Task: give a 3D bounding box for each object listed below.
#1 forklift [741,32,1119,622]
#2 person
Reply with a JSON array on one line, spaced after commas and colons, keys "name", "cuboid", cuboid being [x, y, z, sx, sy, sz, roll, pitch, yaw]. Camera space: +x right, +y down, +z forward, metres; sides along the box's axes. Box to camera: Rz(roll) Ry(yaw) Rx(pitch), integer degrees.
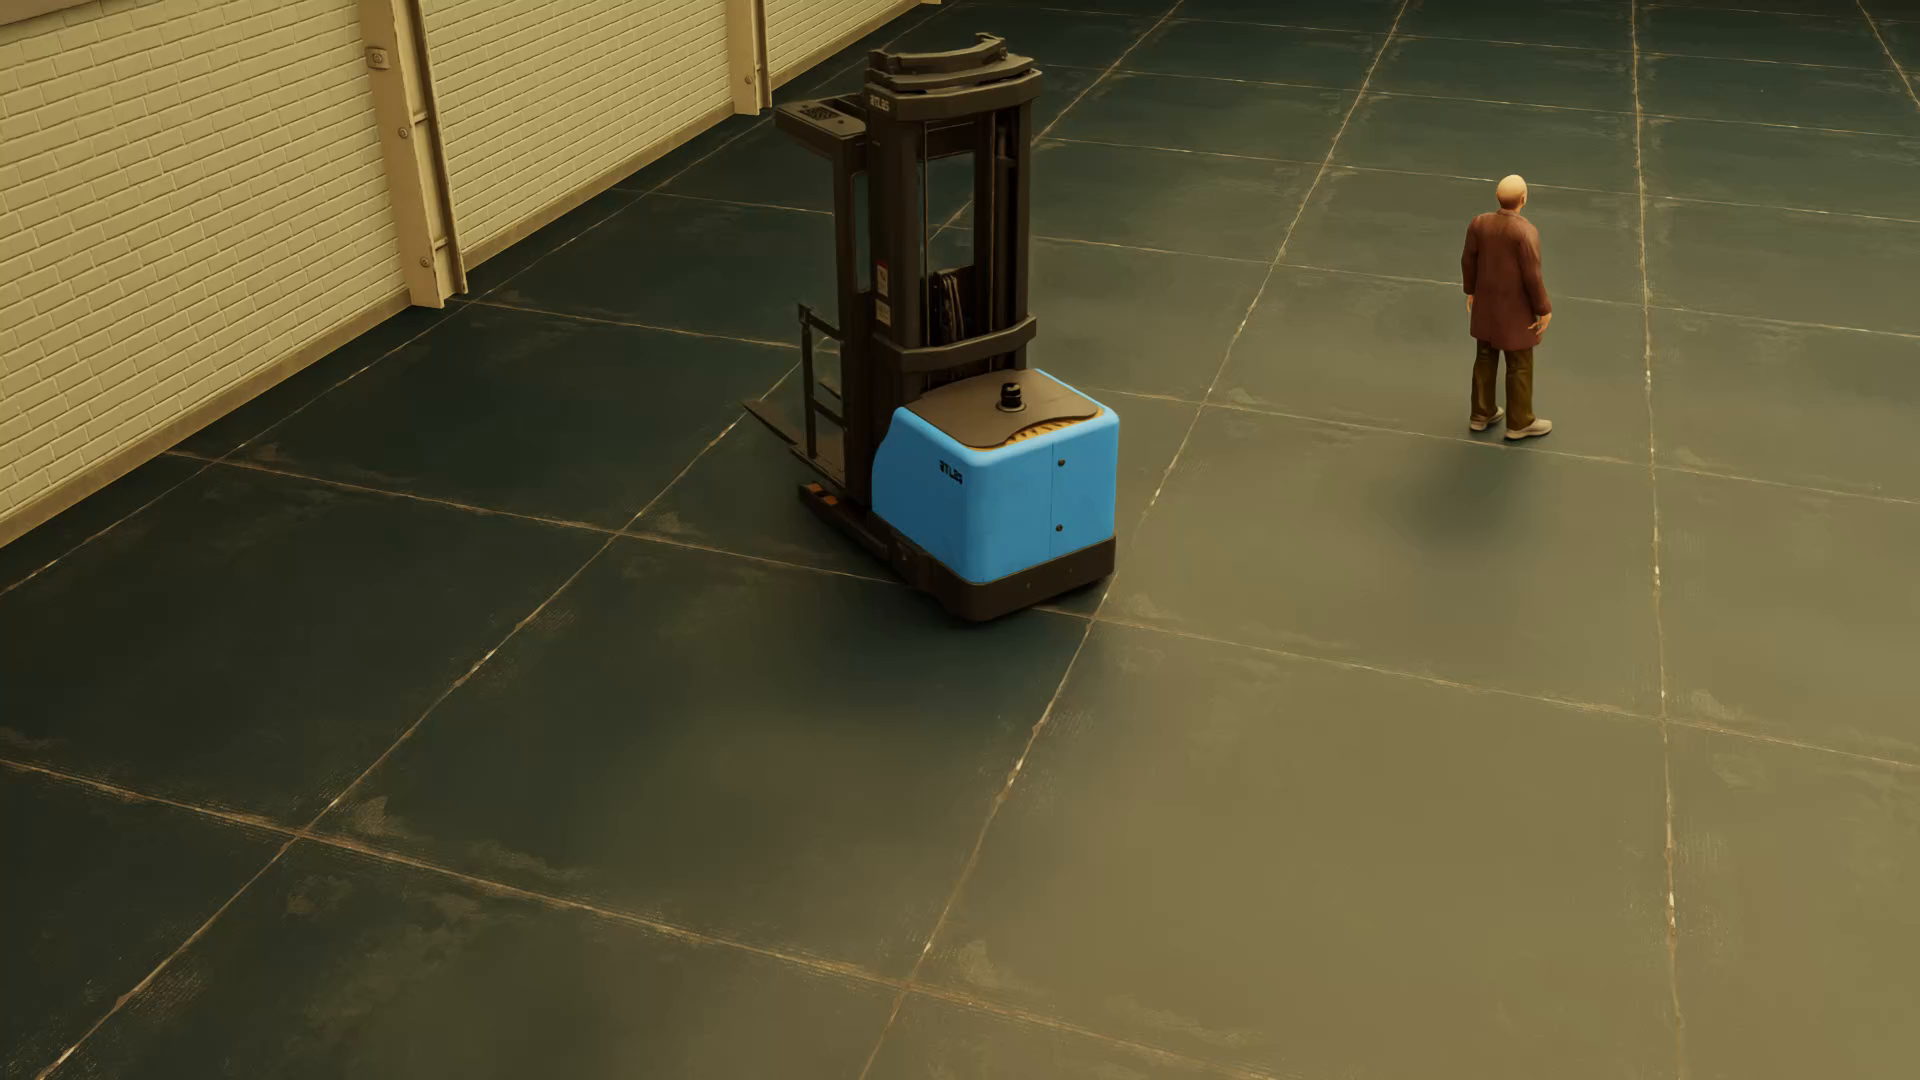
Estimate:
[{"name": "forklift", "cuboid": [-0.355, -1.504, 9.775, 1.130, 2.935, 3.031, -19, 35, -30]}, {"name": "person", "cuboid": [3.668, -1.564, 11.035, 0.570, 1.781, 0.692, -19, 35, -29]}]
